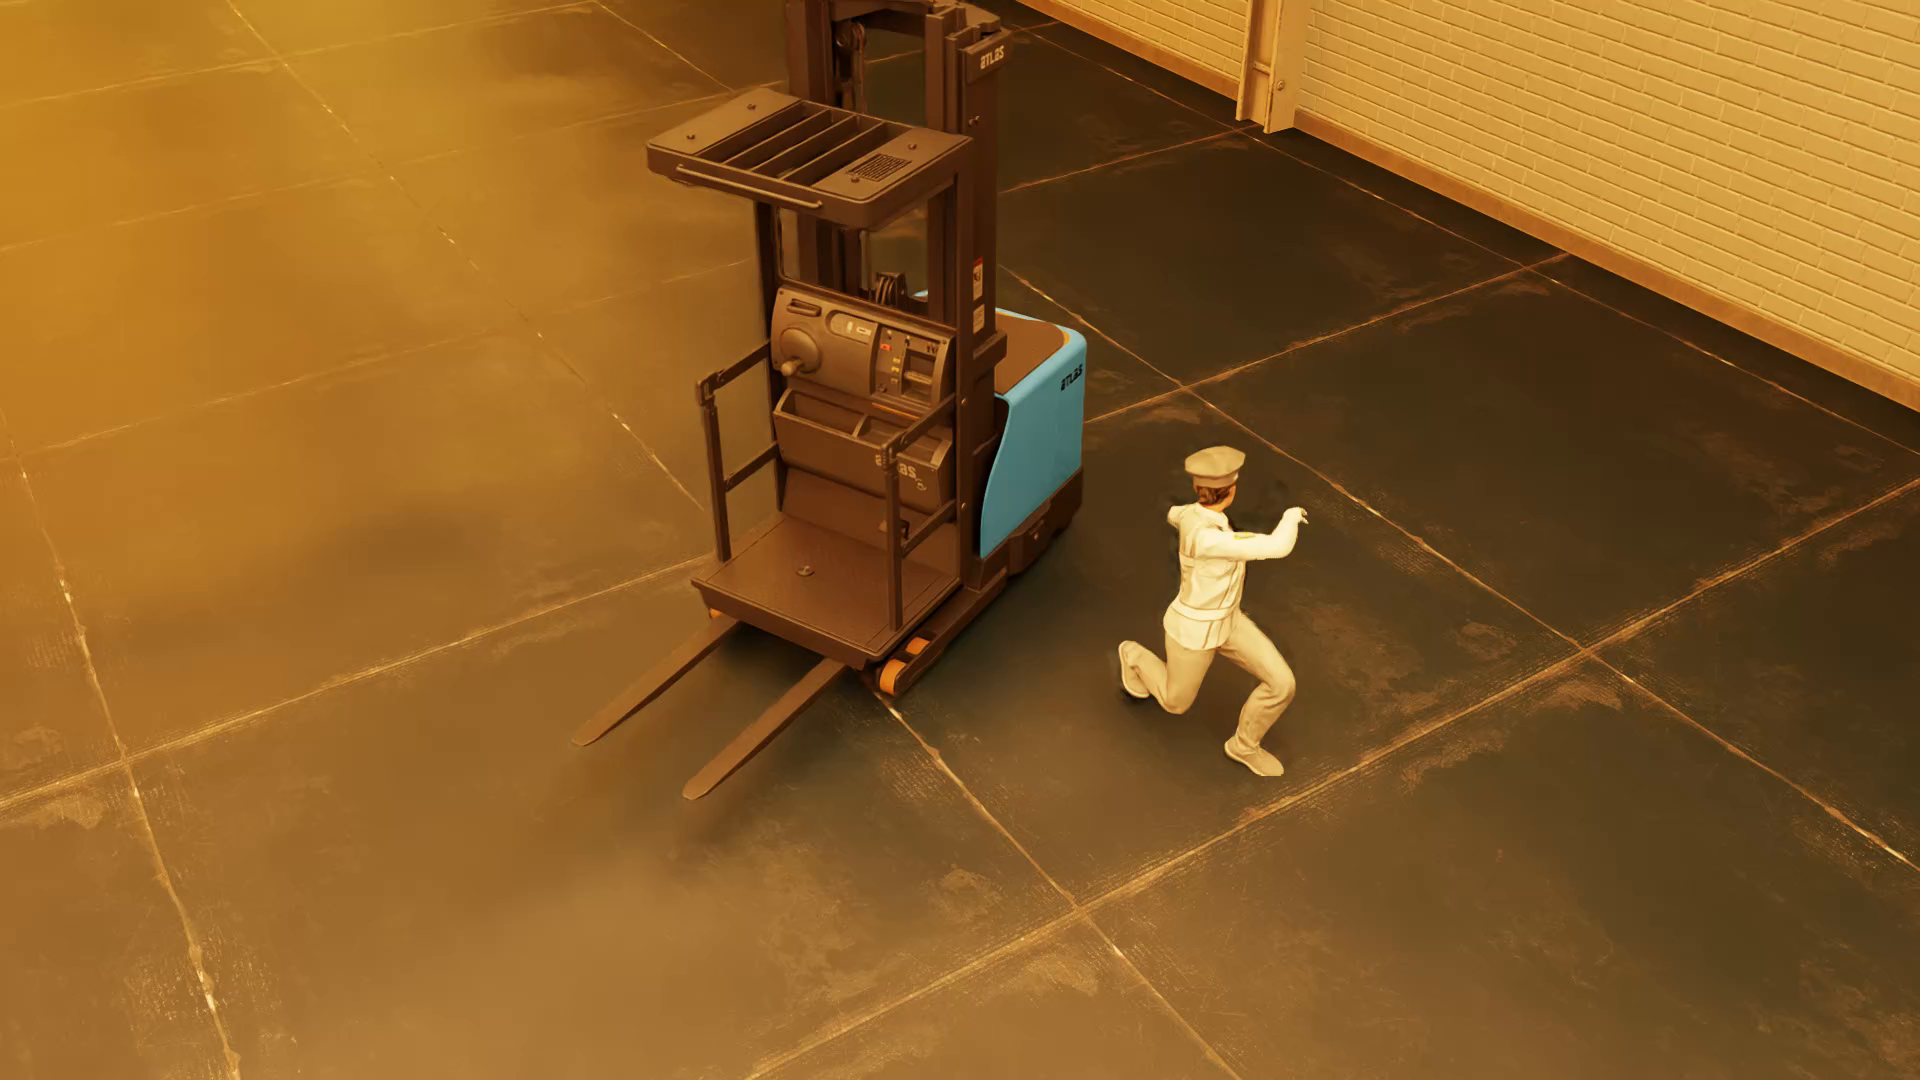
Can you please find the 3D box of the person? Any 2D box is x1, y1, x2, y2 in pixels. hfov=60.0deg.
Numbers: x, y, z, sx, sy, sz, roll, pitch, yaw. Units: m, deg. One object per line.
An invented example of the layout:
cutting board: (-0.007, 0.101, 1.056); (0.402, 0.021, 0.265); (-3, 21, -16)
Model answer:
person: (1.134, 0.229, 7.192); (0.934, 1.416, 0.744); (23, 41, 29)

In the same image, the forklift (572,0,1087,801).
forklift: (-0.564, -0.789, 7.271); (1.130, 2.935, 3.031); (20, 40, 26)
